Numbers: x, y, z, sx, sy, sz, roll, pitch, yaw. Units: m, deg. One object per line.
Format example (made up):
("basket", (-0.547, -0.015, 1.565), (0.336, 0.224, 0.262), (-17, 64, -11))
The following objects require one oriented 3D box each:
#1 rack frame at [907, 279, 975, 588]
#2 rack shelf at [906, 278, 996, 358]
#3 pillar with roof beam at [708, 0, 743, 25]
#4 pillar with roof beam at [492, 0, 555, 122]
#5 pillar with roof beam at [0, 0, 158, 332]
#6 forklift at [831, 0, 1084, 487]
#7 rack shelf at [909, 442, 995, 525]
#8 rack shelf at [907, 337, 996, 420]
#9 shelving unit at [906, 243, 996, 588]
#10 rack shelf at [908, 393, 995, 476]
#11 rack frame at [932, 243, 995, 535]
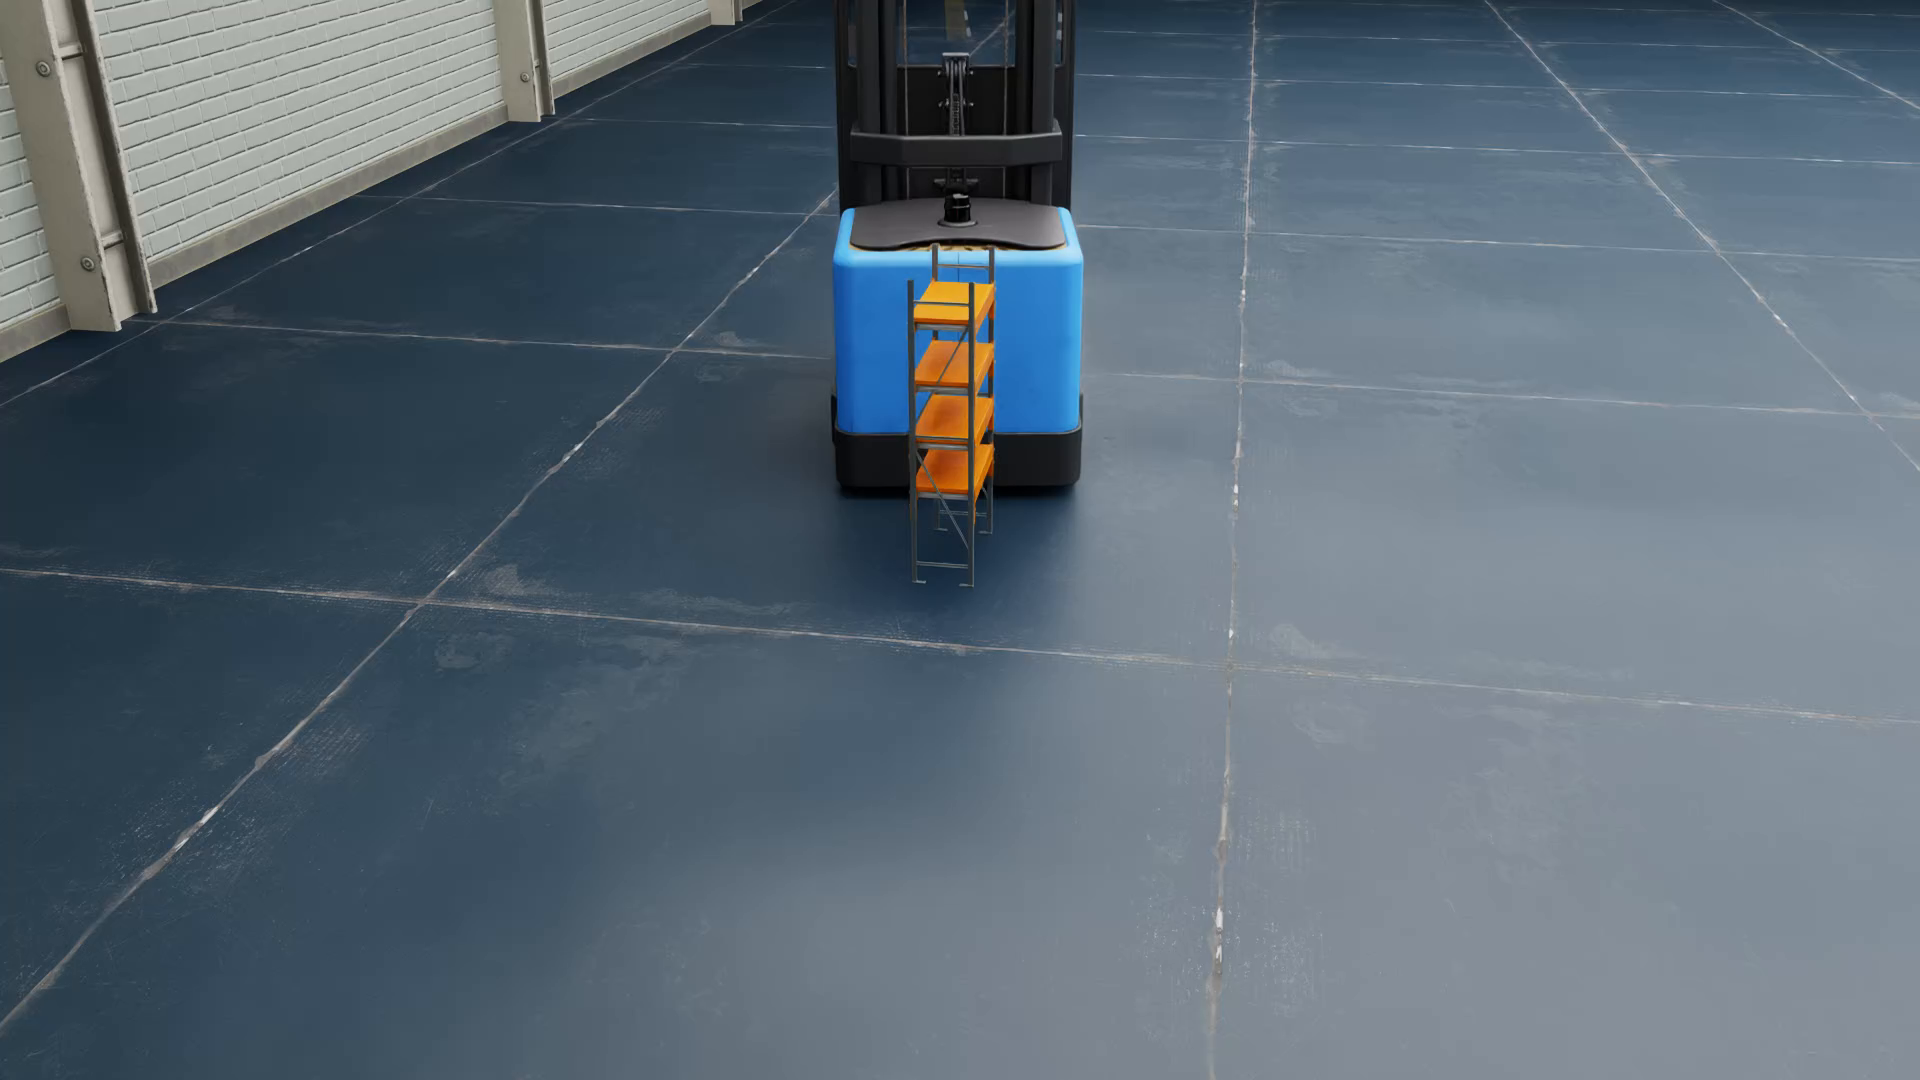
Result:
("rack frame", (-0.067, -0.372, 6.130), (0.240, 1.200, 0.015), (4, 25, 9))
("rack shelf", (-0.027, -0.830, 6.181), (0.258, 0.148, 0.480), (4, 25, 9))
("pillar with roof beam", (1.410, -10.045, 17.594), (9.100, 9.000, 0.400), (4, 25, 9))
("pillar with roof beam", (0.430, -7.535, 12.233), (9.100, 9.000, 0.400), (4, 25, 9))
("pillar with roof beam", (-0.551, -5.026, 6.872), (9.100, 9.000, 0.400), (4, 25, 9))
("forklift", (-0.027, -2.132, 7.847), (1.130, 2.935, 3.031), (0, 25, -1))
("rack shelf", (-0.027, -0.233, 6.460), (0.258, 0.148, 0.480), (4, 25, 9))
("rack shelf", (-0.027, -0.616, 6.281), (0.258, 0.148, 0.480), (4, 25, 9))
("shelving unit", (-0.027, -0.474, 6.348), (0.258, 1.200, 0.503), (4, 25, 9))
("rack shelf", (-0.027, -0.413, 6.376), (0.258, 0.148, 0.480), (4, 25, 9))
("rack frame", (0.013, -0.576, 6.566), (0.240, 1.200, 0.015), (4, 25, 9))
